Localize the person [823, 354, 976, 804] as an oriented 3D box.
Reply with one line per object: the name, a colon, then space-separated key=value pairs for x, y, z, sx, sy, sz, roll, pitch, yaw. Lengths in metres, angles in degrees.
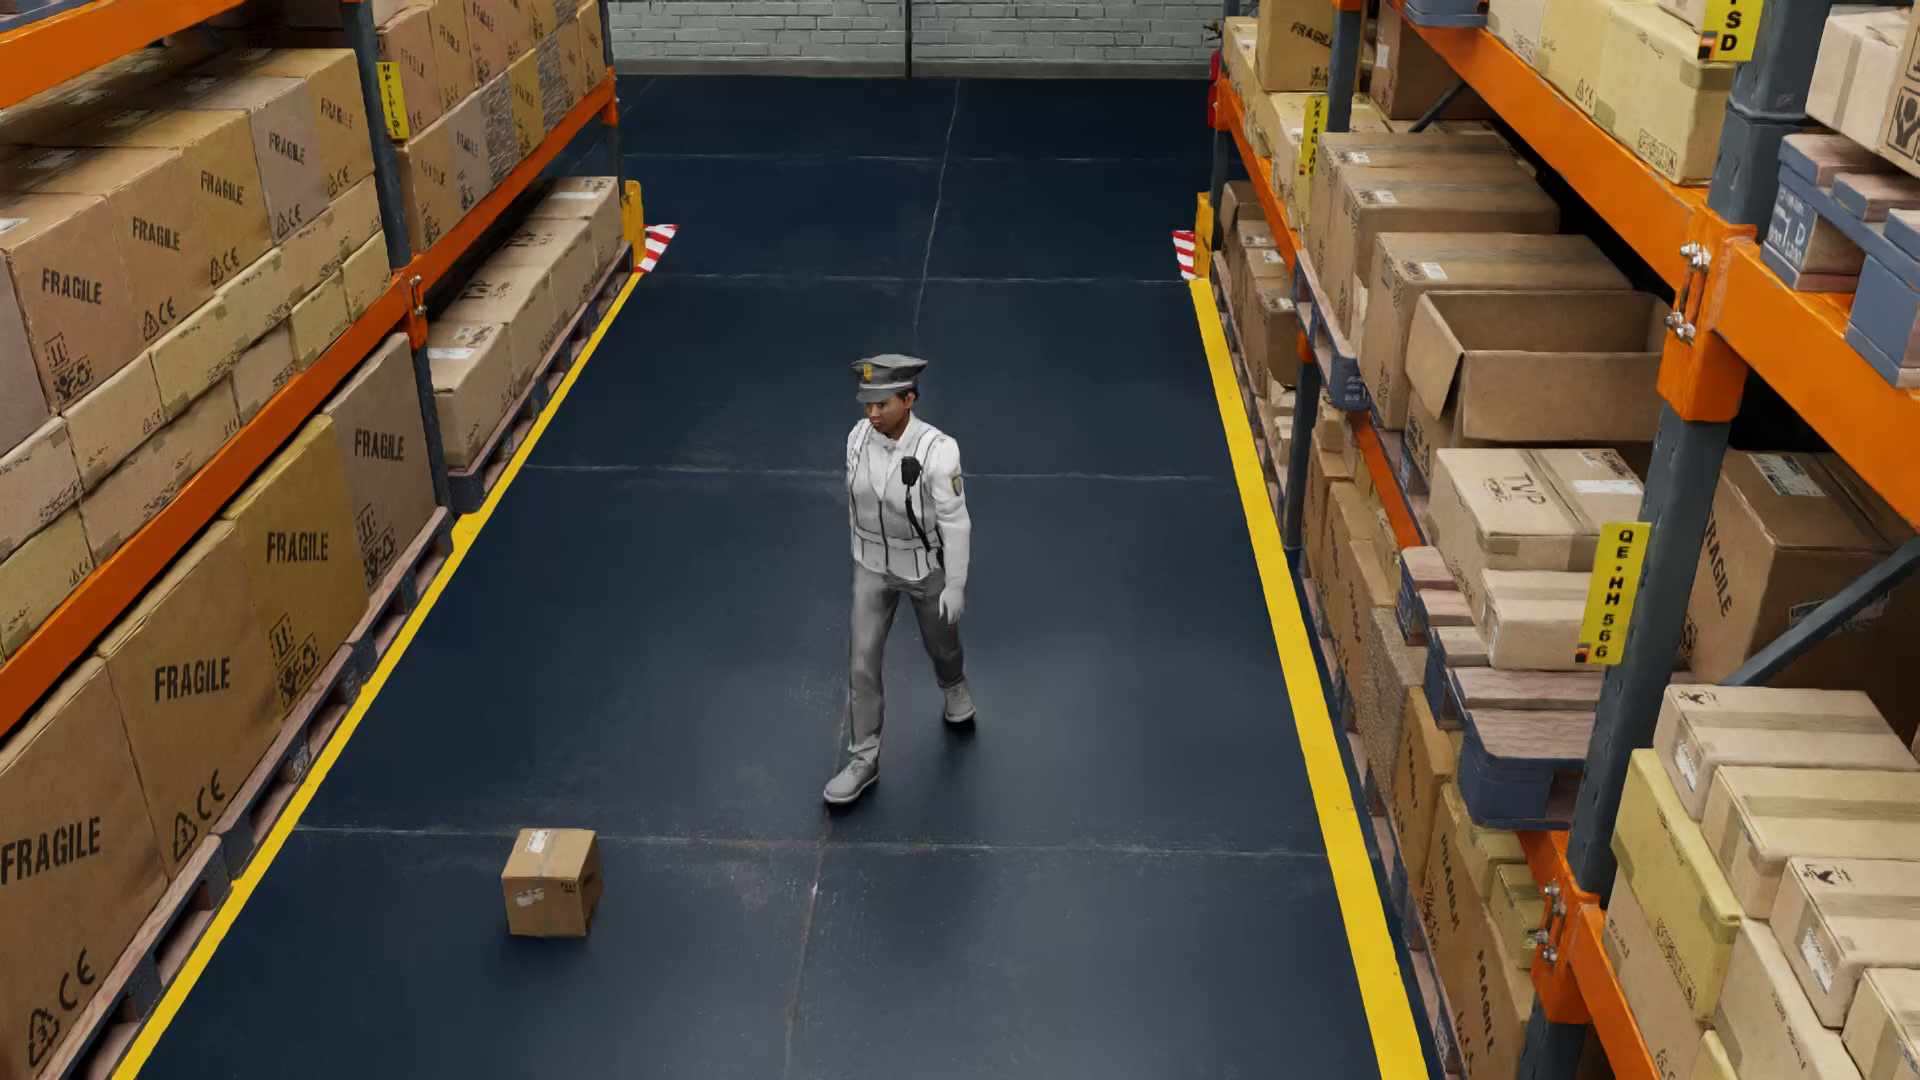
person: x=-0.192 y=0.091 z=5.944 sx=0.503 sy=1.640 sz=0.884 roll=11 pitch=30 yaw=20
